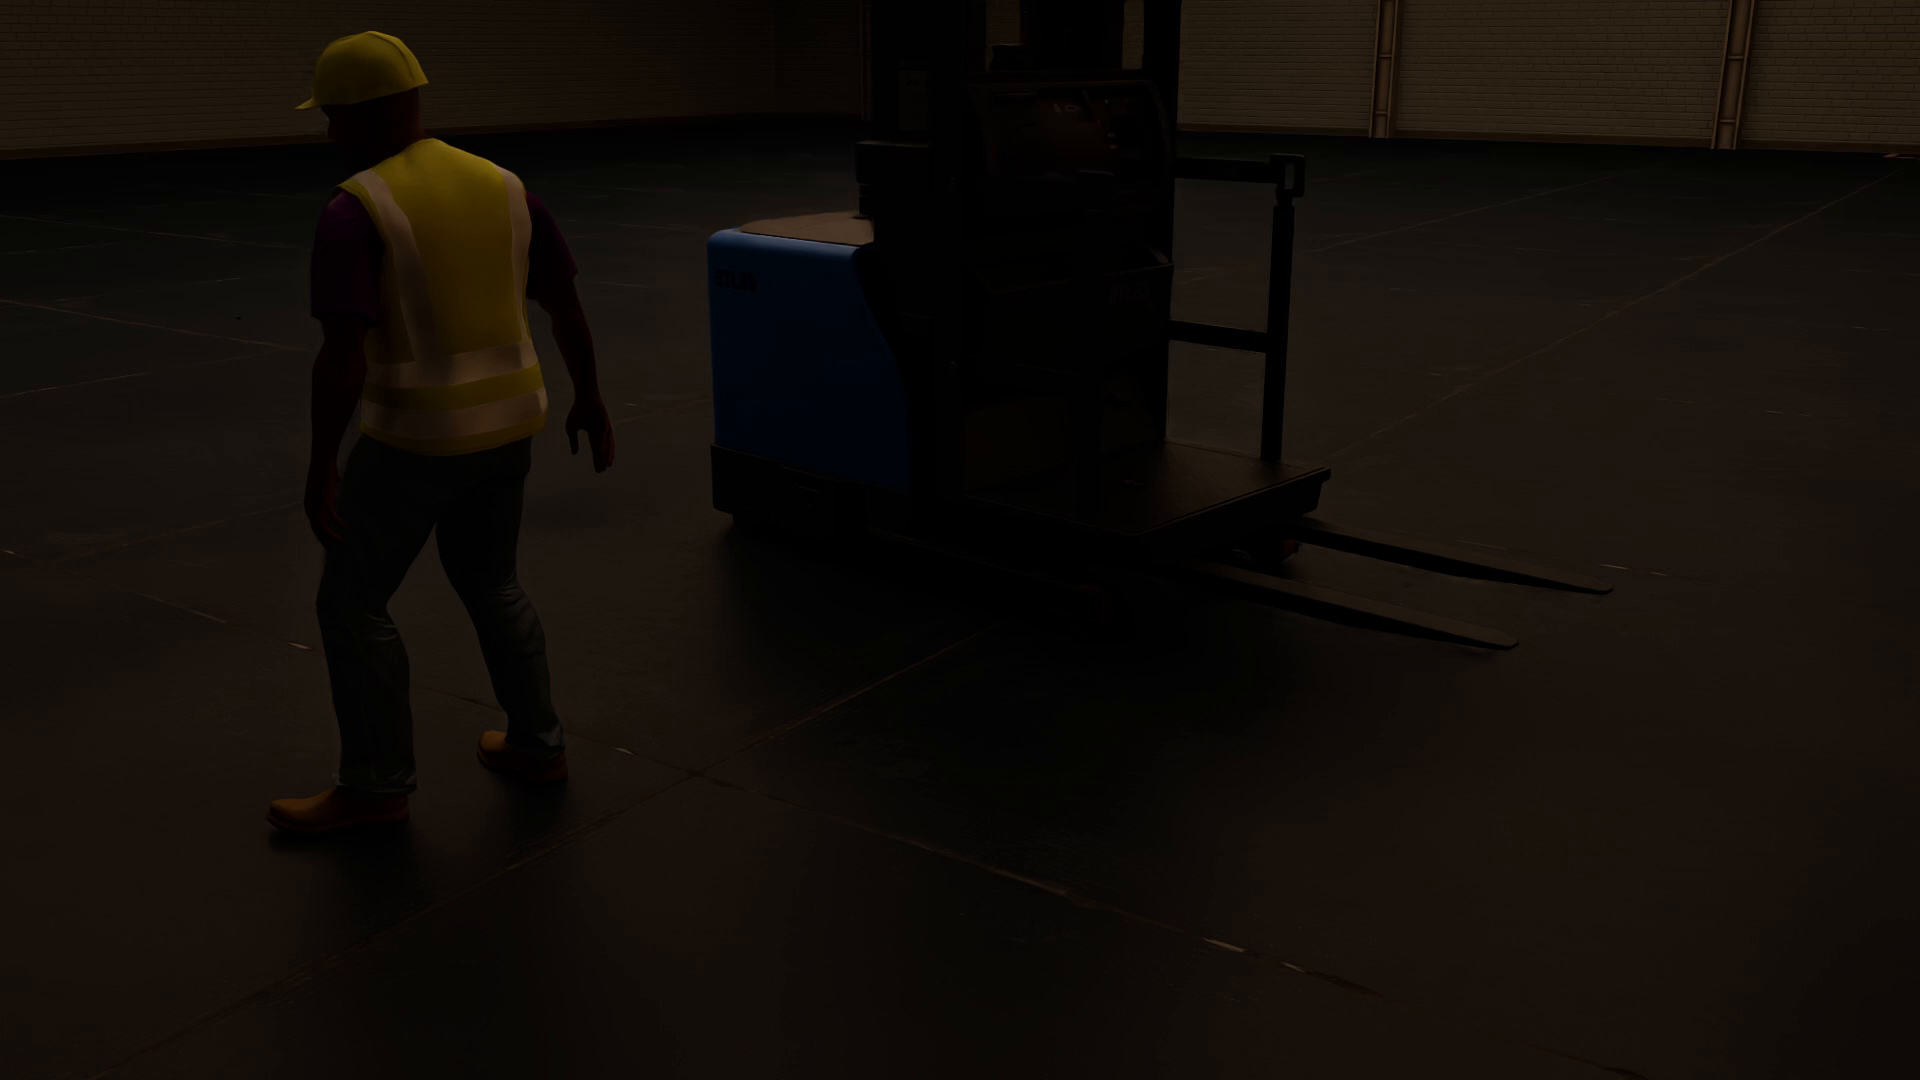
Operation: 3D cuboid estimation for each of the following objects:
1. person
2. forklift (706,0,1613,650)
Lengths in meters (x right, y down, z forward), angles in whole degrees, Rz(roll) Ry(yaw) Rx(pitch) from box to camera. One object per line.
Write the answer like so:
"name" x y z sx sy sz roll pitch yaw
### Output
"person" -1.201 -0.250 3.771 0.455 1.731 0.874 10 19 31
"forklift" 0.515 -1.279 5.108 3.031 2.935 1.130 15 22 40
